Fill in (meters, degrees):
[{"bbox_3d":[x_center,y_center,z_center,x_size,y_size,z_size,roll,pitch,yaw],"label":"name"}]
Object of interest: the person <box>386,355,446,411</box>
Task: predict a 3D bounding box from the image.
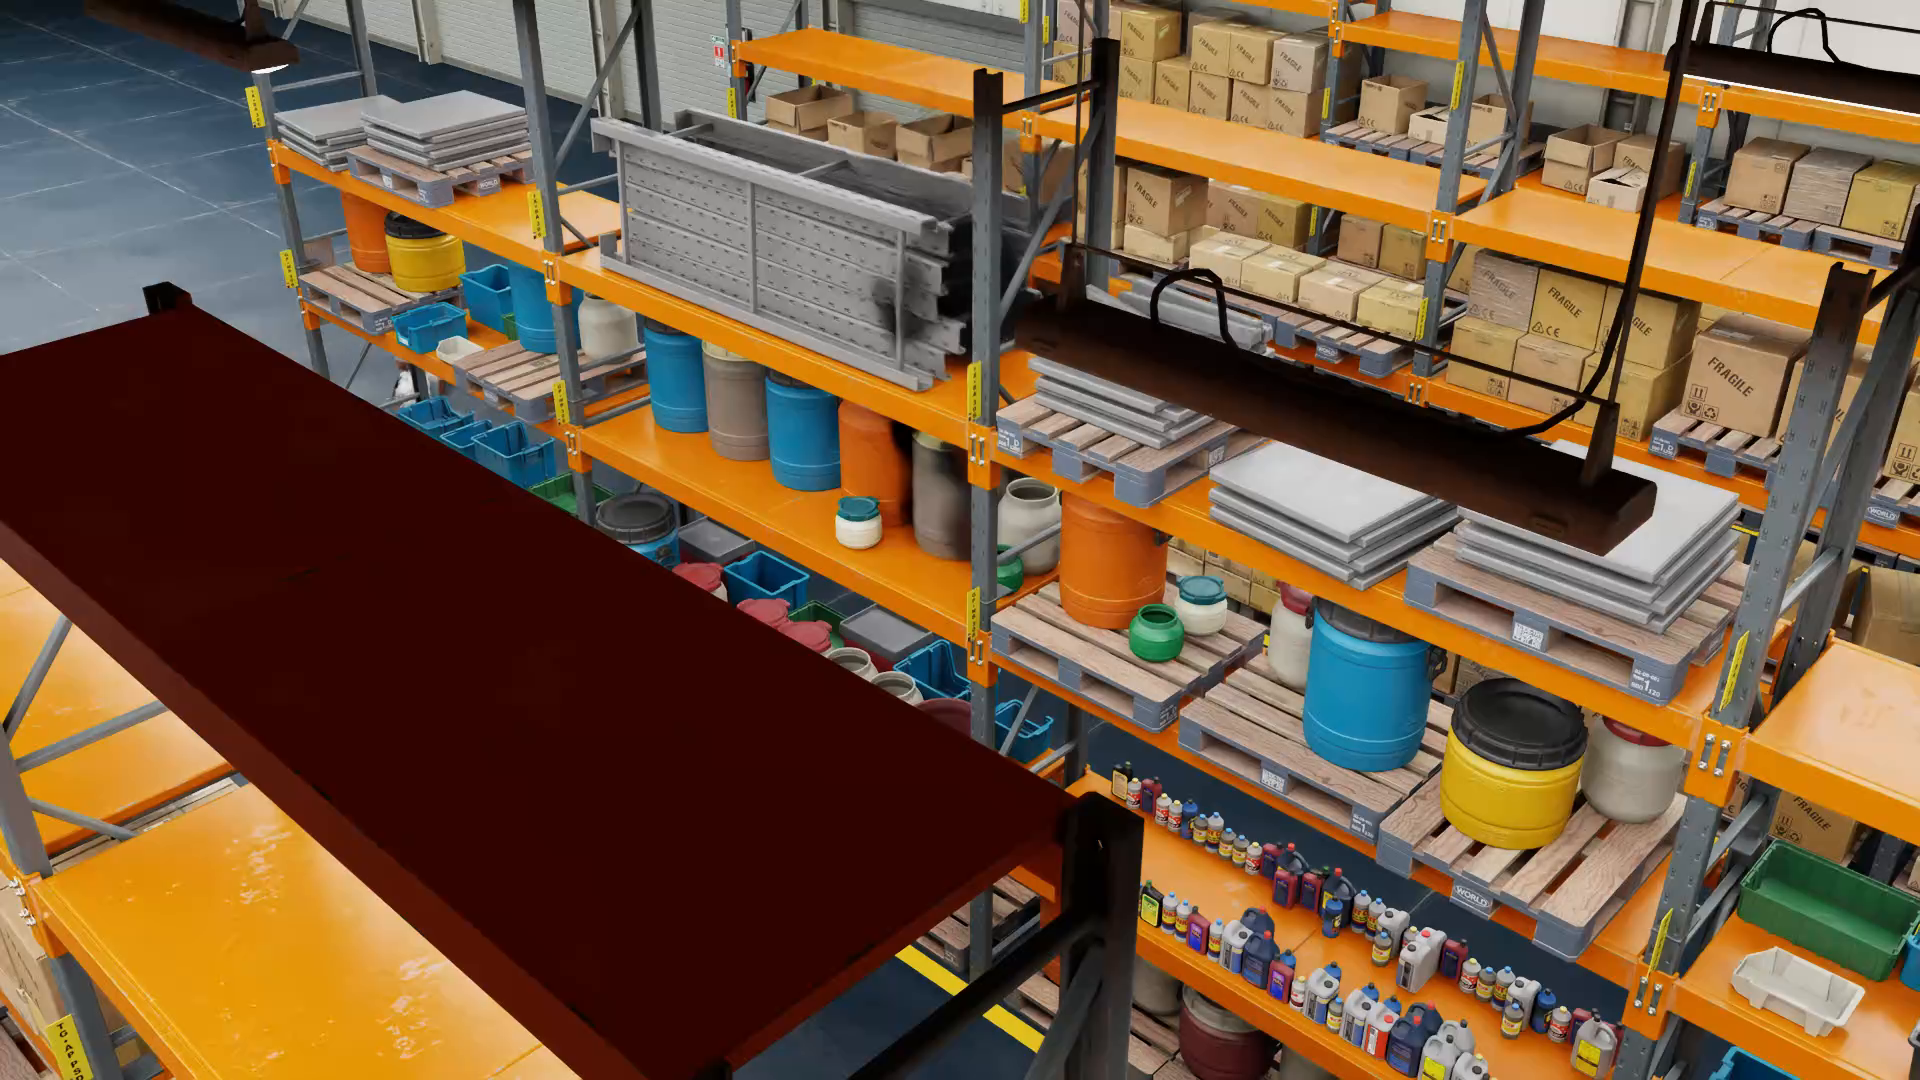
[{"bbox_3d":[-5.448,-1.220,16.693,0.658,1.662,0.571,-1,29,-2],"label":"person"}]
